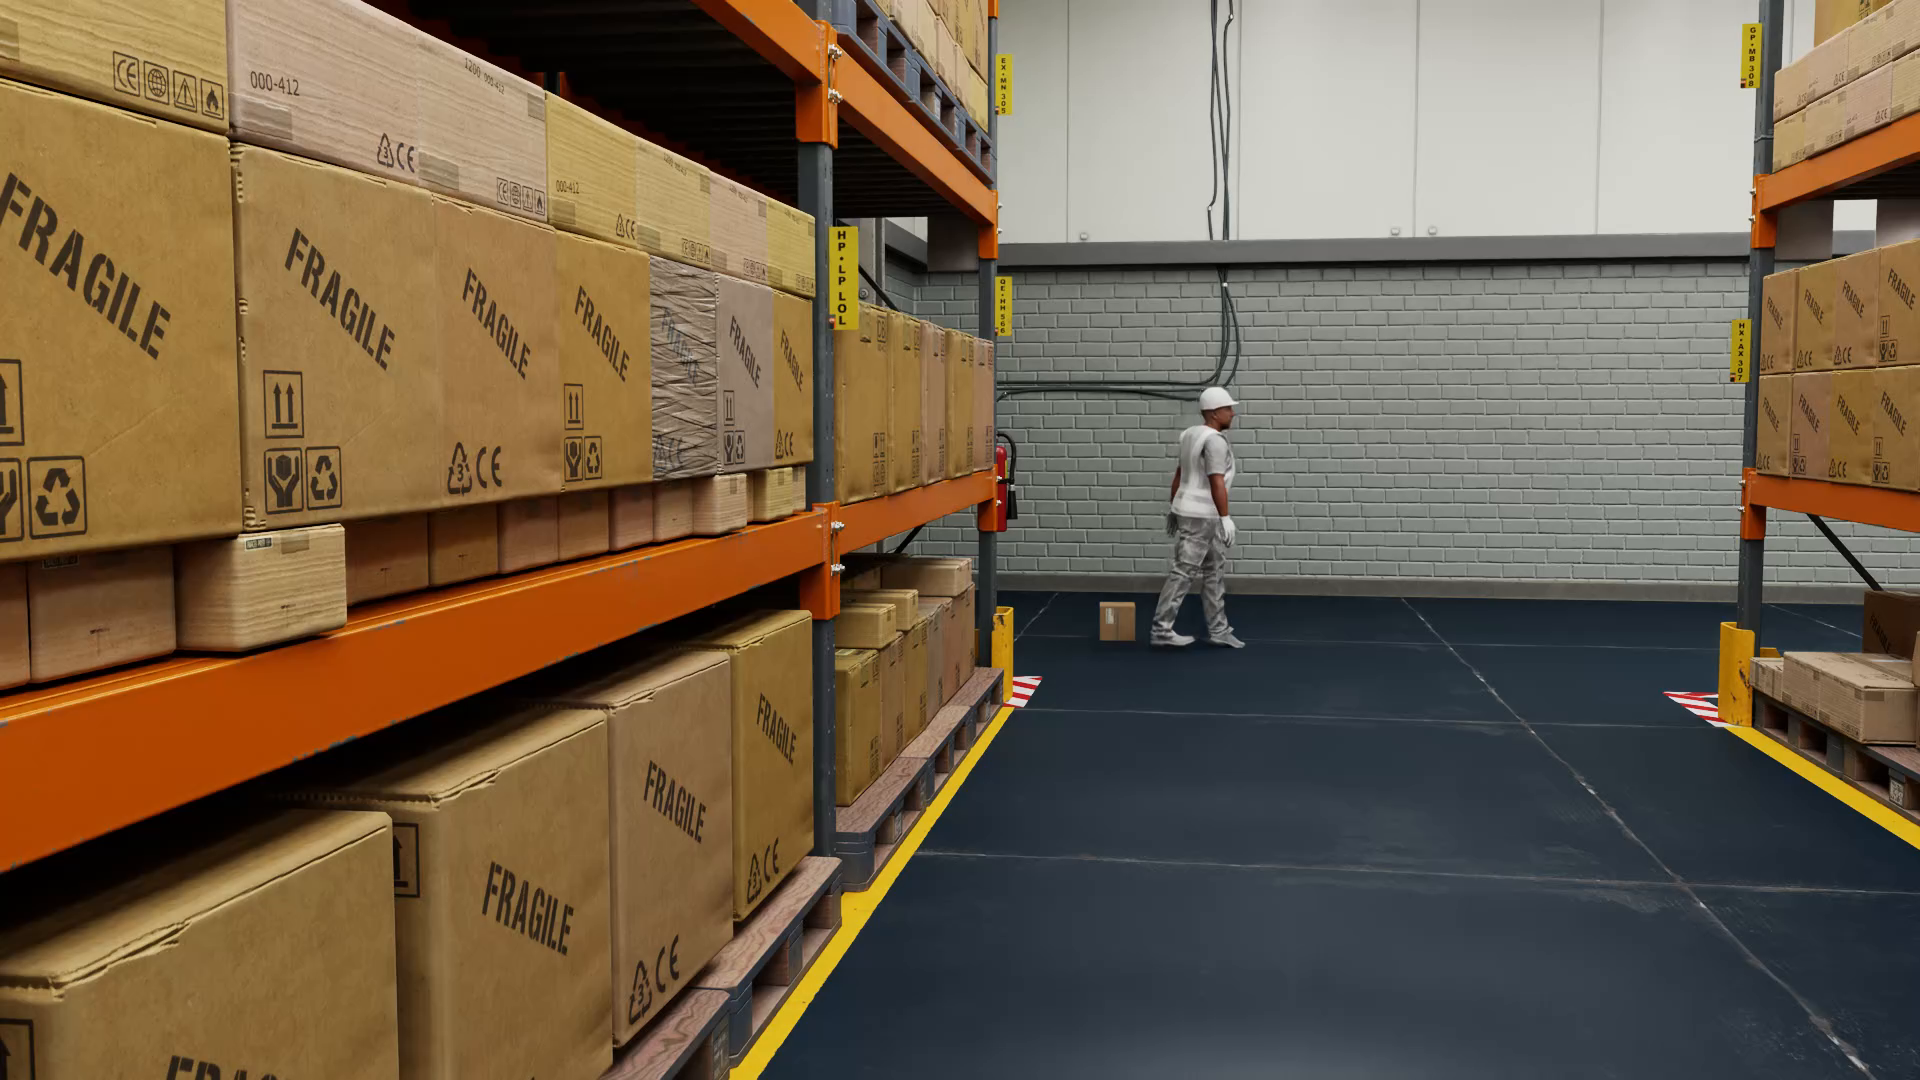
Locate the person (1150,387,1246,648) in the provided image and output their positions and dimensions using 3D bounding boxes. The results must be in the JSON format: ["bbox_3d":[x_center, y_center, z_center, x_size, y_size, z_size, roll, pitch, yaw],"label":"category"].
[{"bbox_3d":[1.641,-0.127,11.225,0.713,1.802,0.593,0,4,-5],"label":"person"}]
